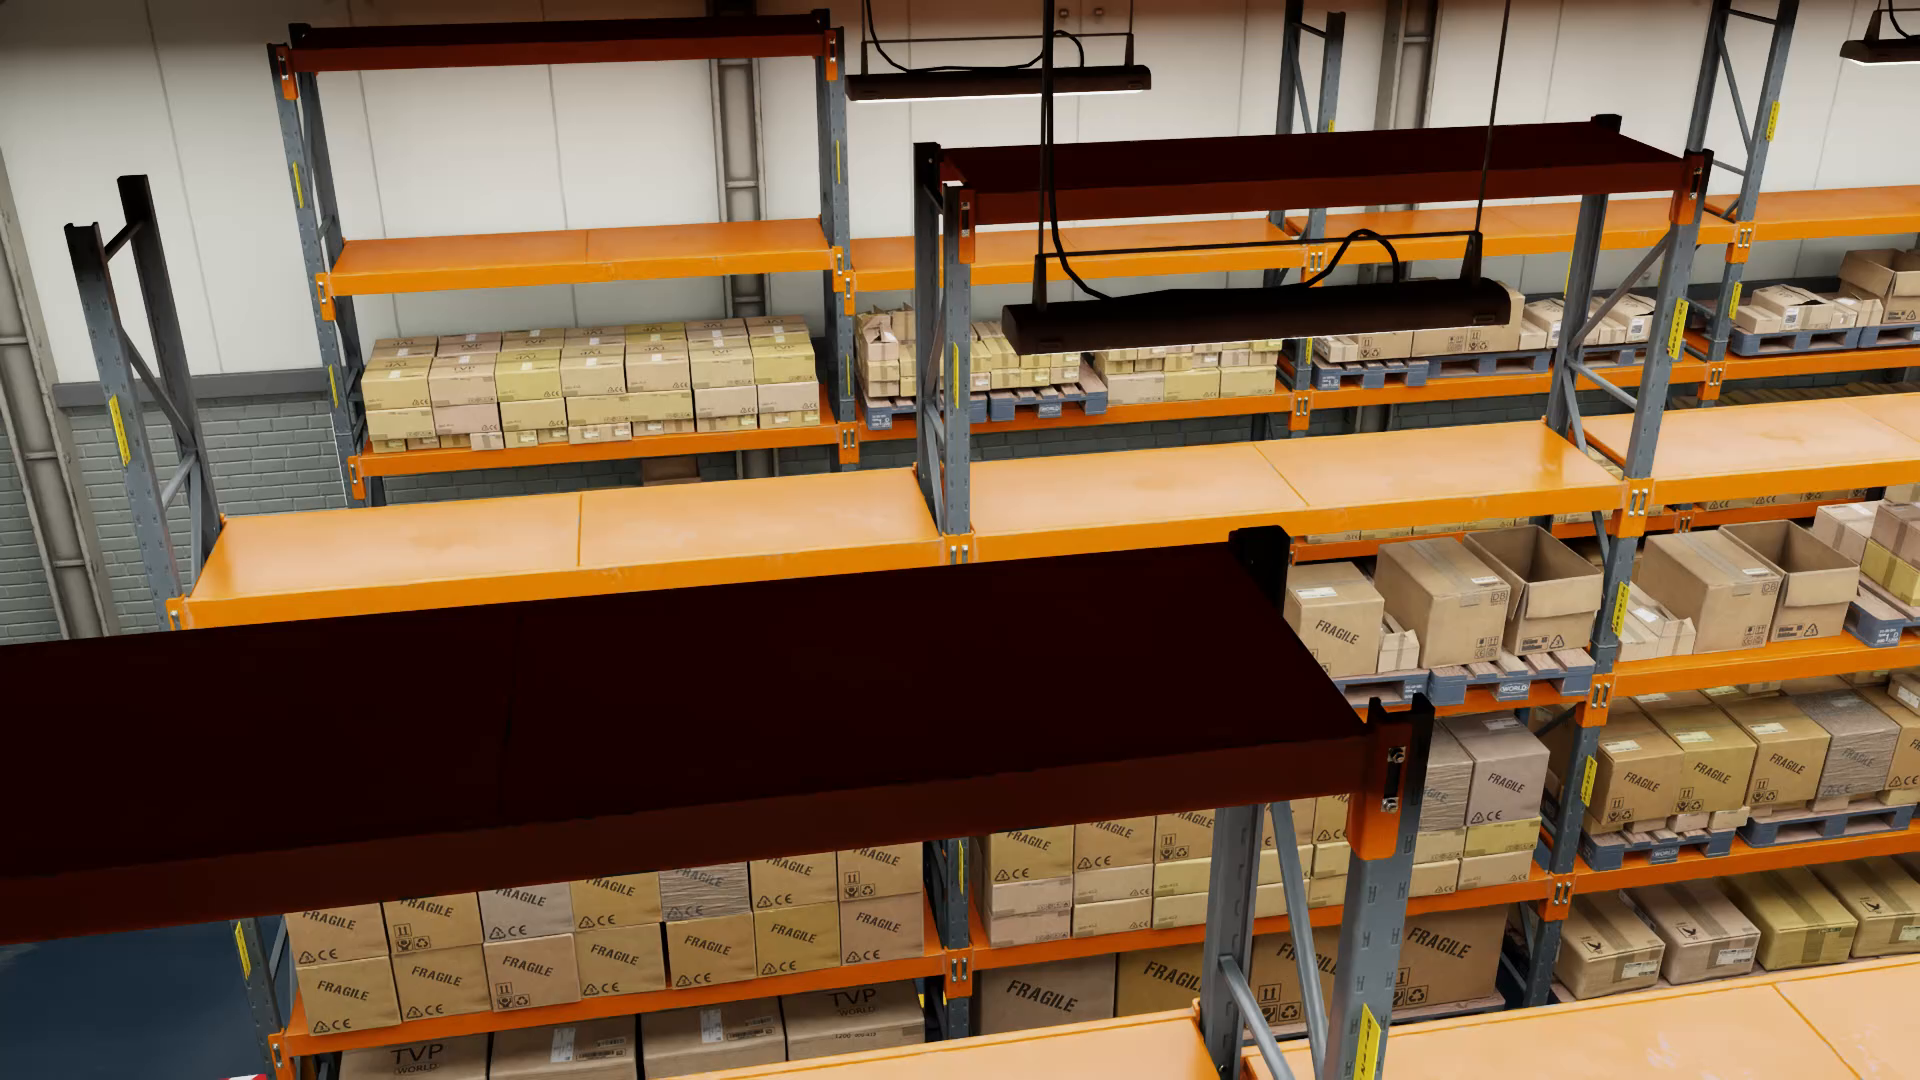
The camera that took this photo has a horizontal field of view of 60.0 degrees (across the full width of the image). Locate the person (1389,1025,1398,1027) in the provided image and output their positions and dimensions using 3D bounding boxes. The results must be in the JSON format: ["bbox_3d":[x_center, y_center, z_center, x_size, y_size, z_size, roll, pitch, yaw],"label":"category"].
[{"bbox_3d":[2.440,3.435,9.344,0.429,1.709,0.558,-9,27,-17],"label":"person"}]
